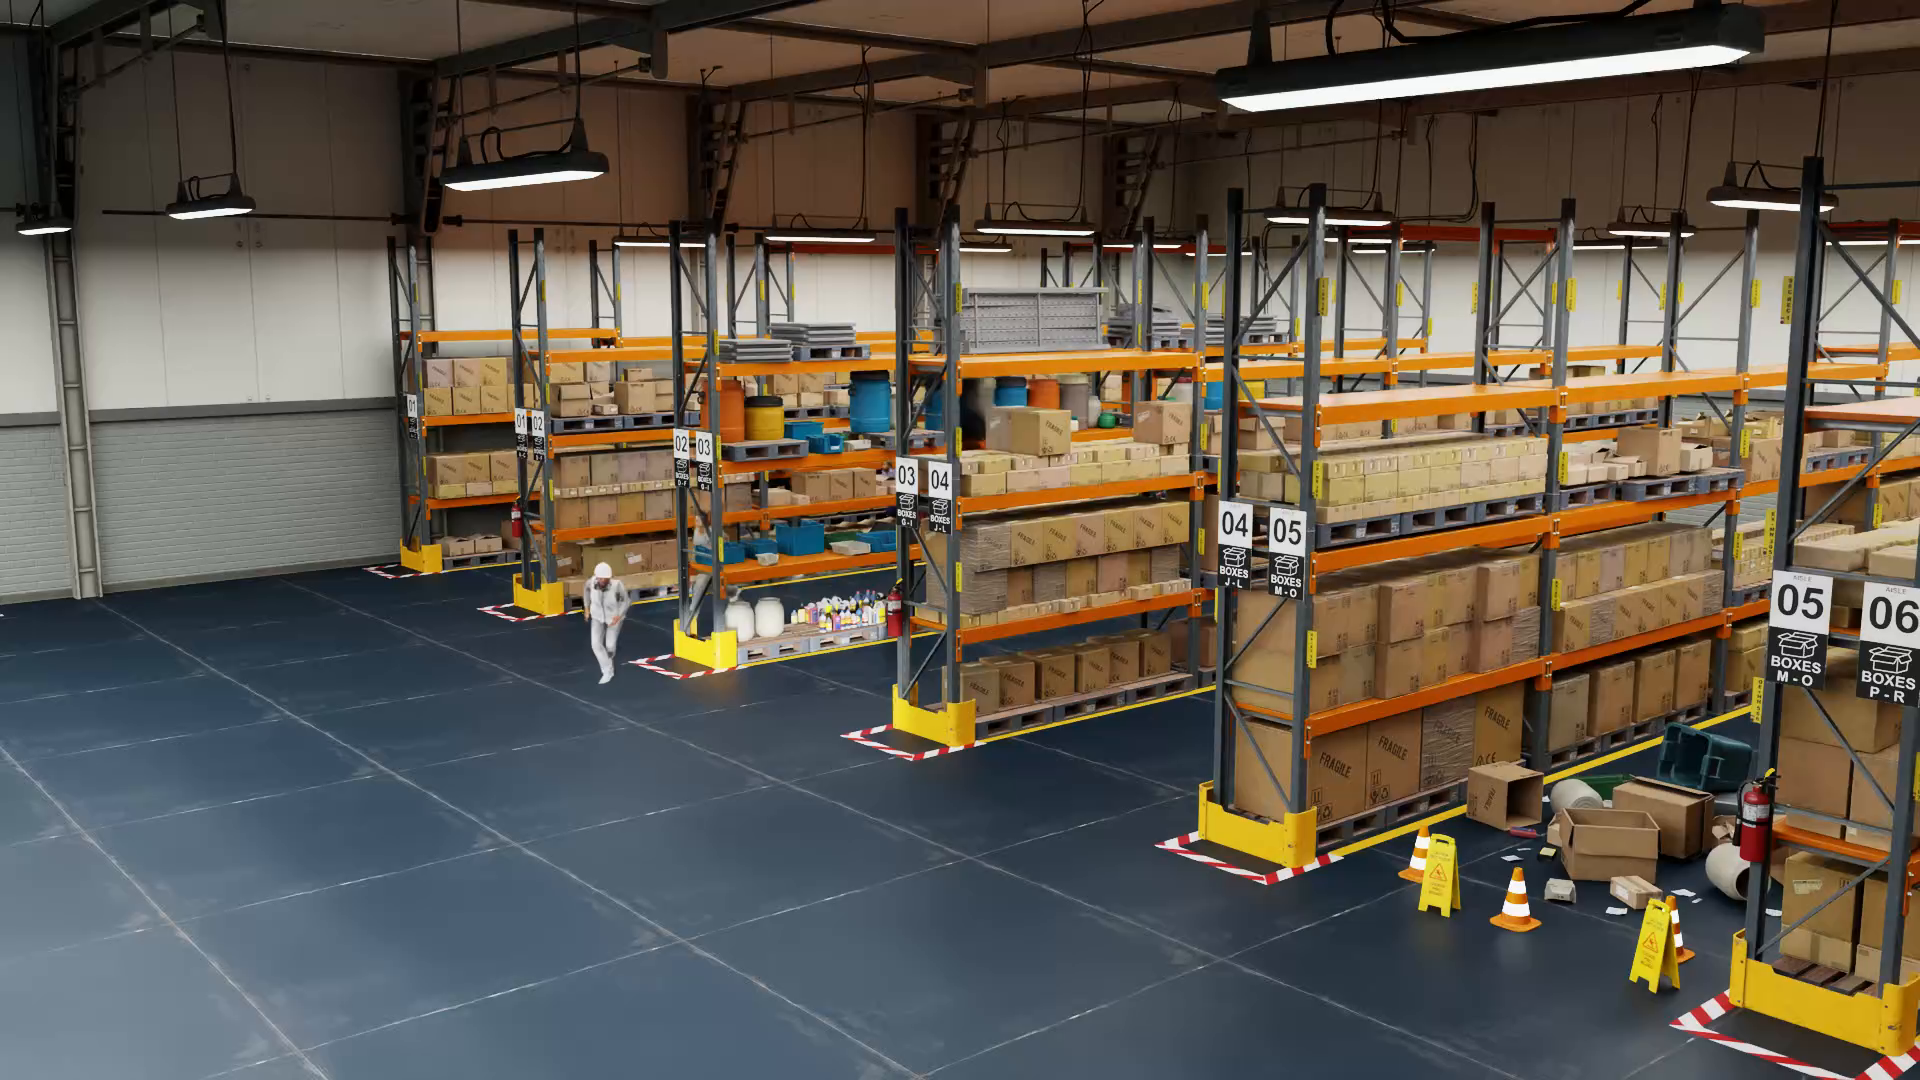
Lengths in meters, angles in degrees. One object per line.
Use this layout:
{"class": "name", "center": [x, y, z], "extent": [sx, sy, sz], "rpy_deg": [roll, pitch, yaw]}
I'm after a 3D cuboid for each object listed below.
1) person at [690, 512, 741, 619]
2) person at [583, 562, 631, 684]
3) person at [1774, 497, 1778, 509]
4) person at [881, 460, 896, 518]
{"class": "person", "center": [-3.698, 0.387, 24.728], "extent": [1.060, 1.658, 0.564], "rpy_deg": [-8, 12, -43]}
{"class": "person", "center": [-4.624, 1.036, 21.911], "extent": [0.644, 1.623, 1.133], "rpy_deg": [0, 9, -2]}
{"class": "person", "center": [14.180, 0.023, 28.541], "extent": [0.654, 1.627, 0.978], "rpy_deg": [6, 11, 36]}
{"class": "person", "center": [-1.417, -0.893, 34.542], "extent": [0.665, 1.561, 0.593], "rpy_deg": [-8, 12, -43]}
